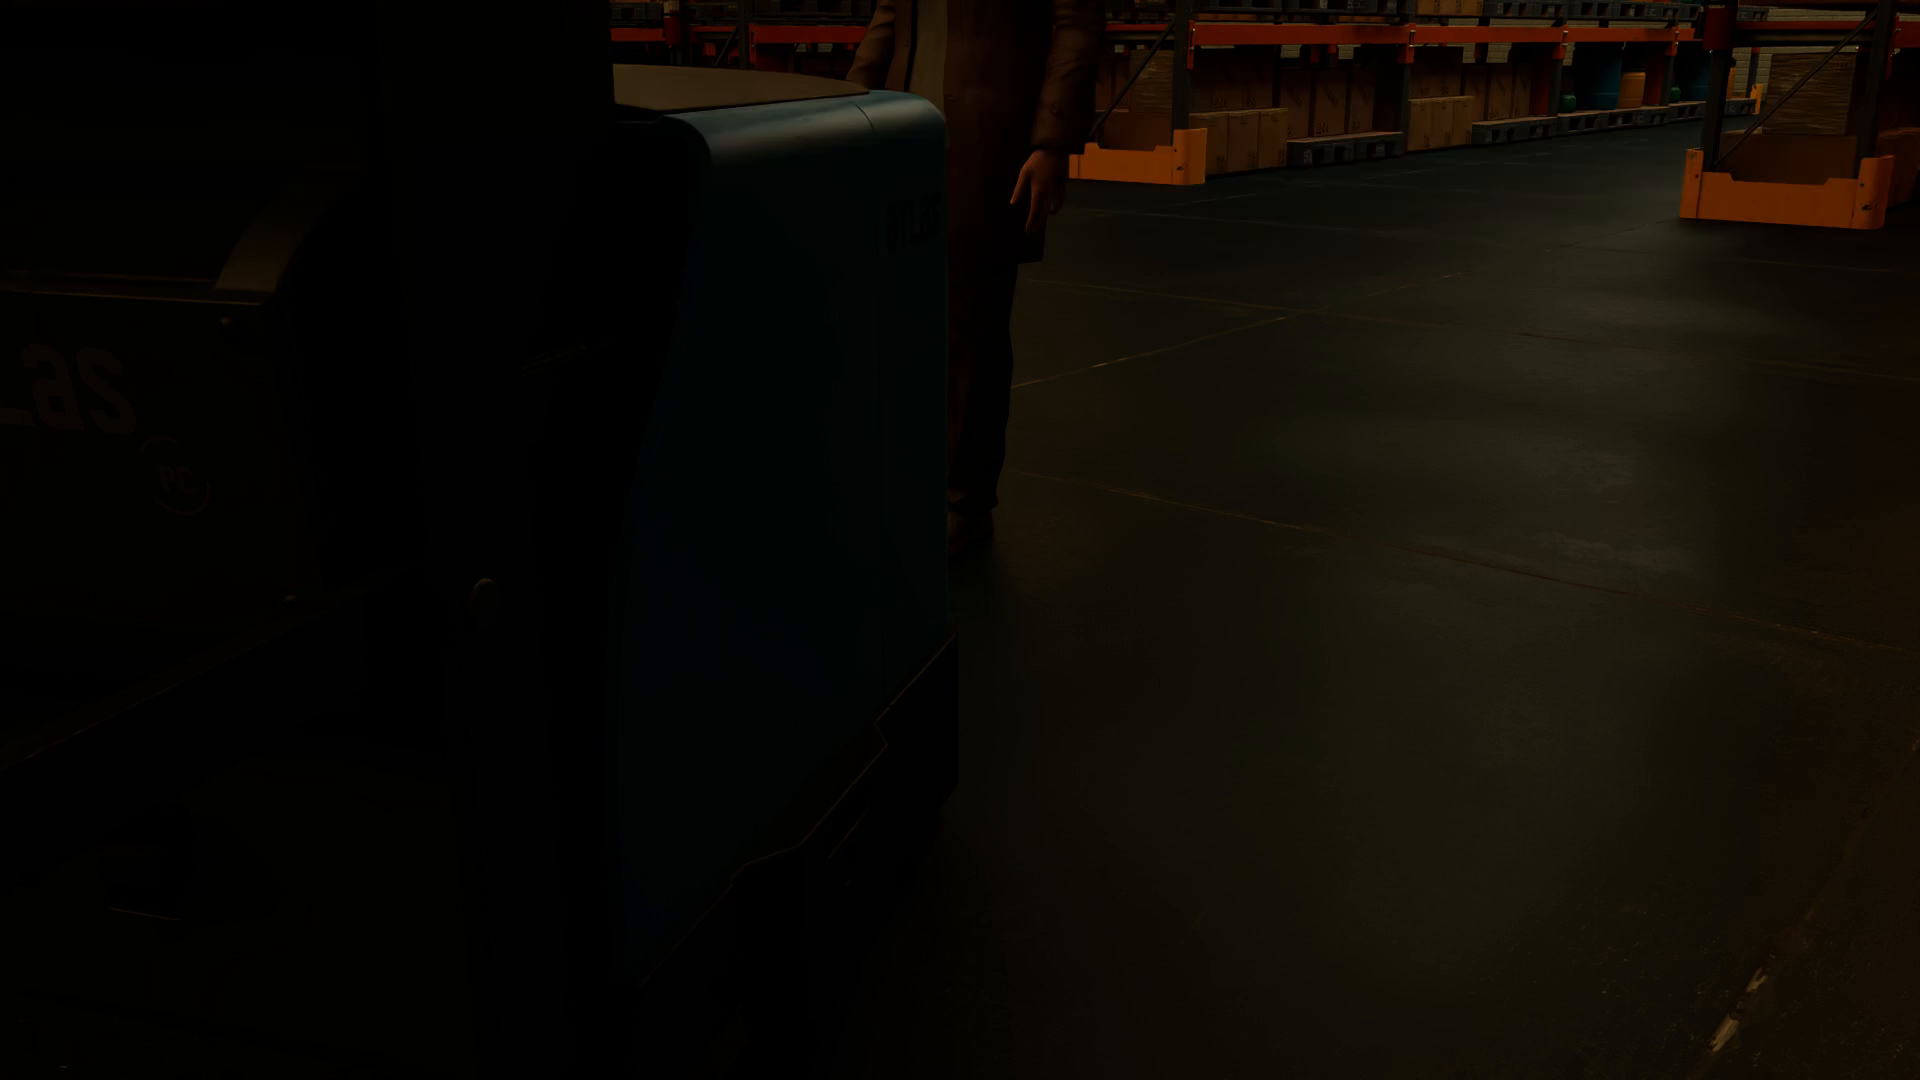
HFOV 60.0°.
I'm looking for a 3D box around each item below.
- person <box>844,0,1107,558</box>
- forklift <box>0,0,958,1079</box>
[{"bbox_3d":[-0.062,-0.838,3.616,0.696,1.778,0.579,13,21,37],"label":"person"},{"bbox_3d":[-0.931,-0.619,0.936,1.130,2.935,3.031,5,18,17],"label":"forklift"}]
